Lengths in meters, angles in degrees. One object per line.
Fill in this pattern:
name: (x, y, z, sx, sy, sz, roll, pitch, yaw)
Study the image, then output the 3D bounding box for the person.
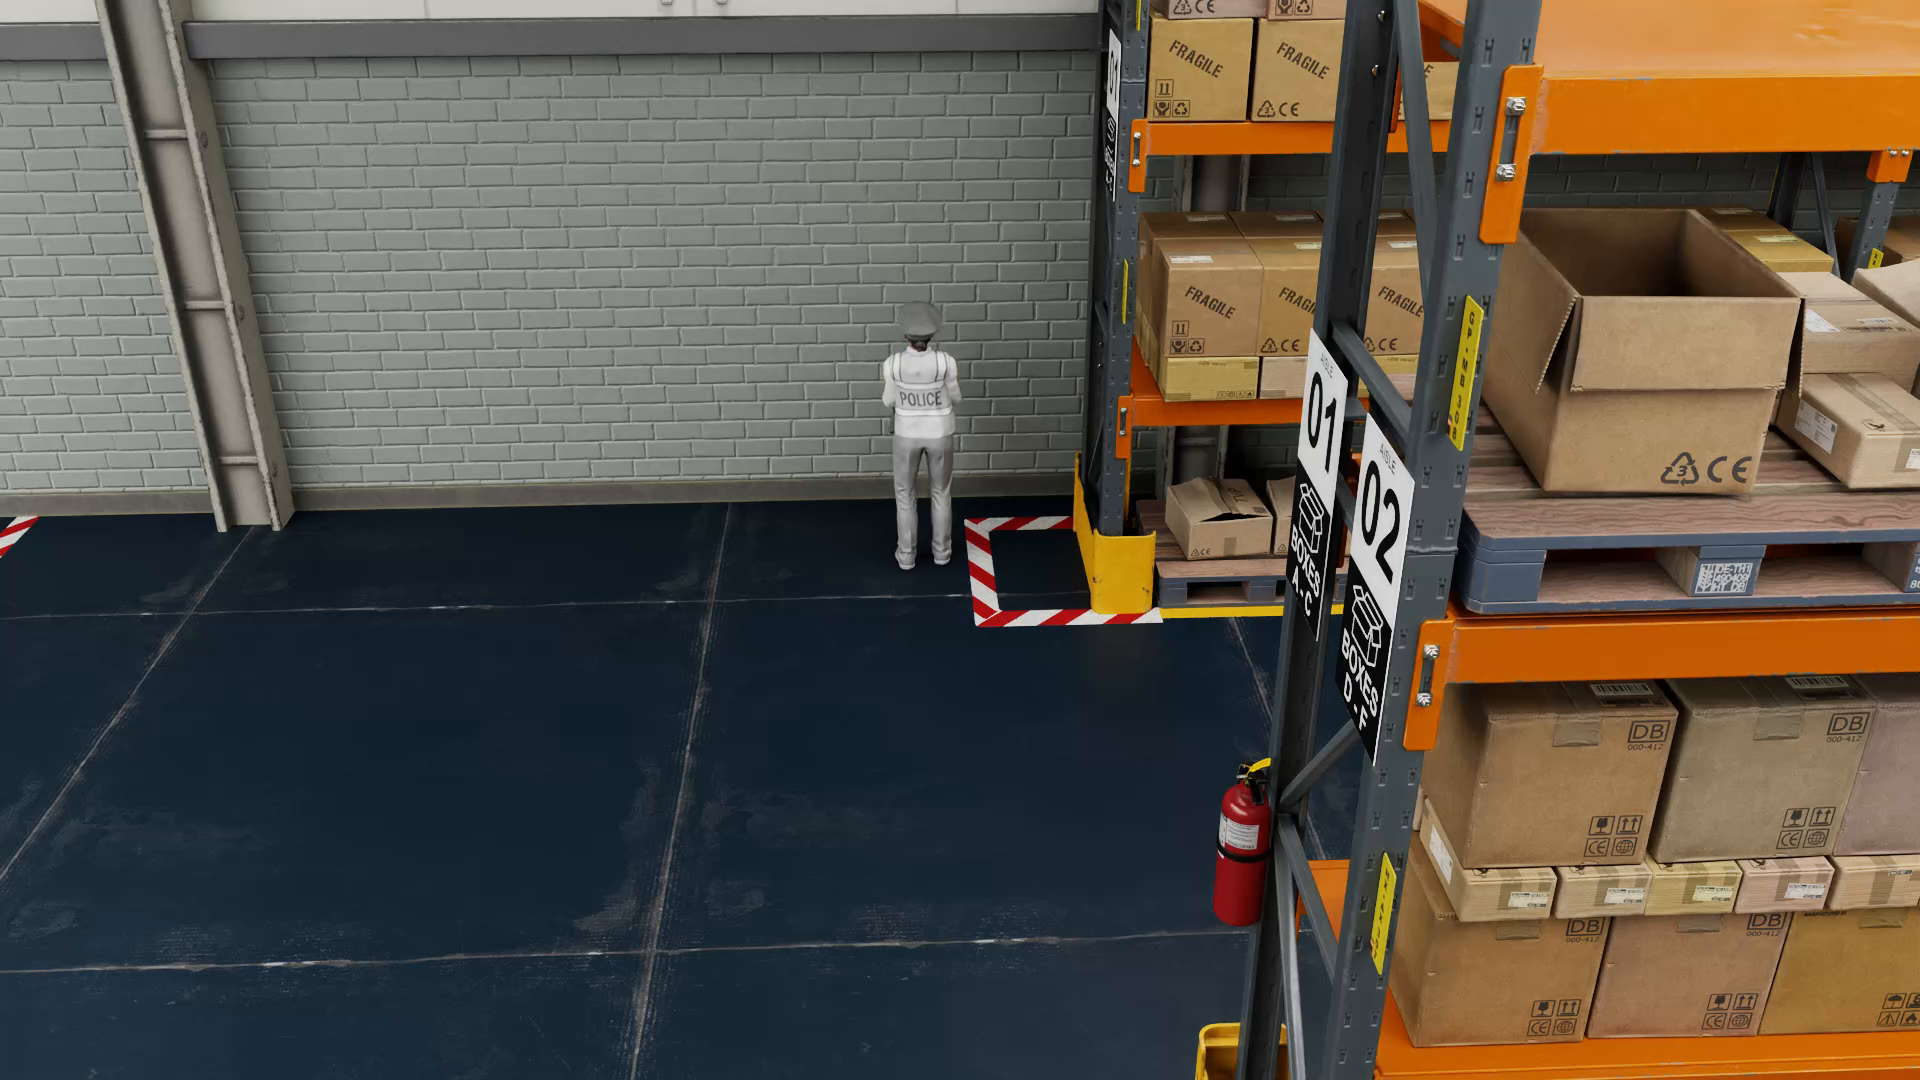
person: (-0.222, -0.635, 9.800, 0.460, 1.686, 0.557, -1, 28, -2)
